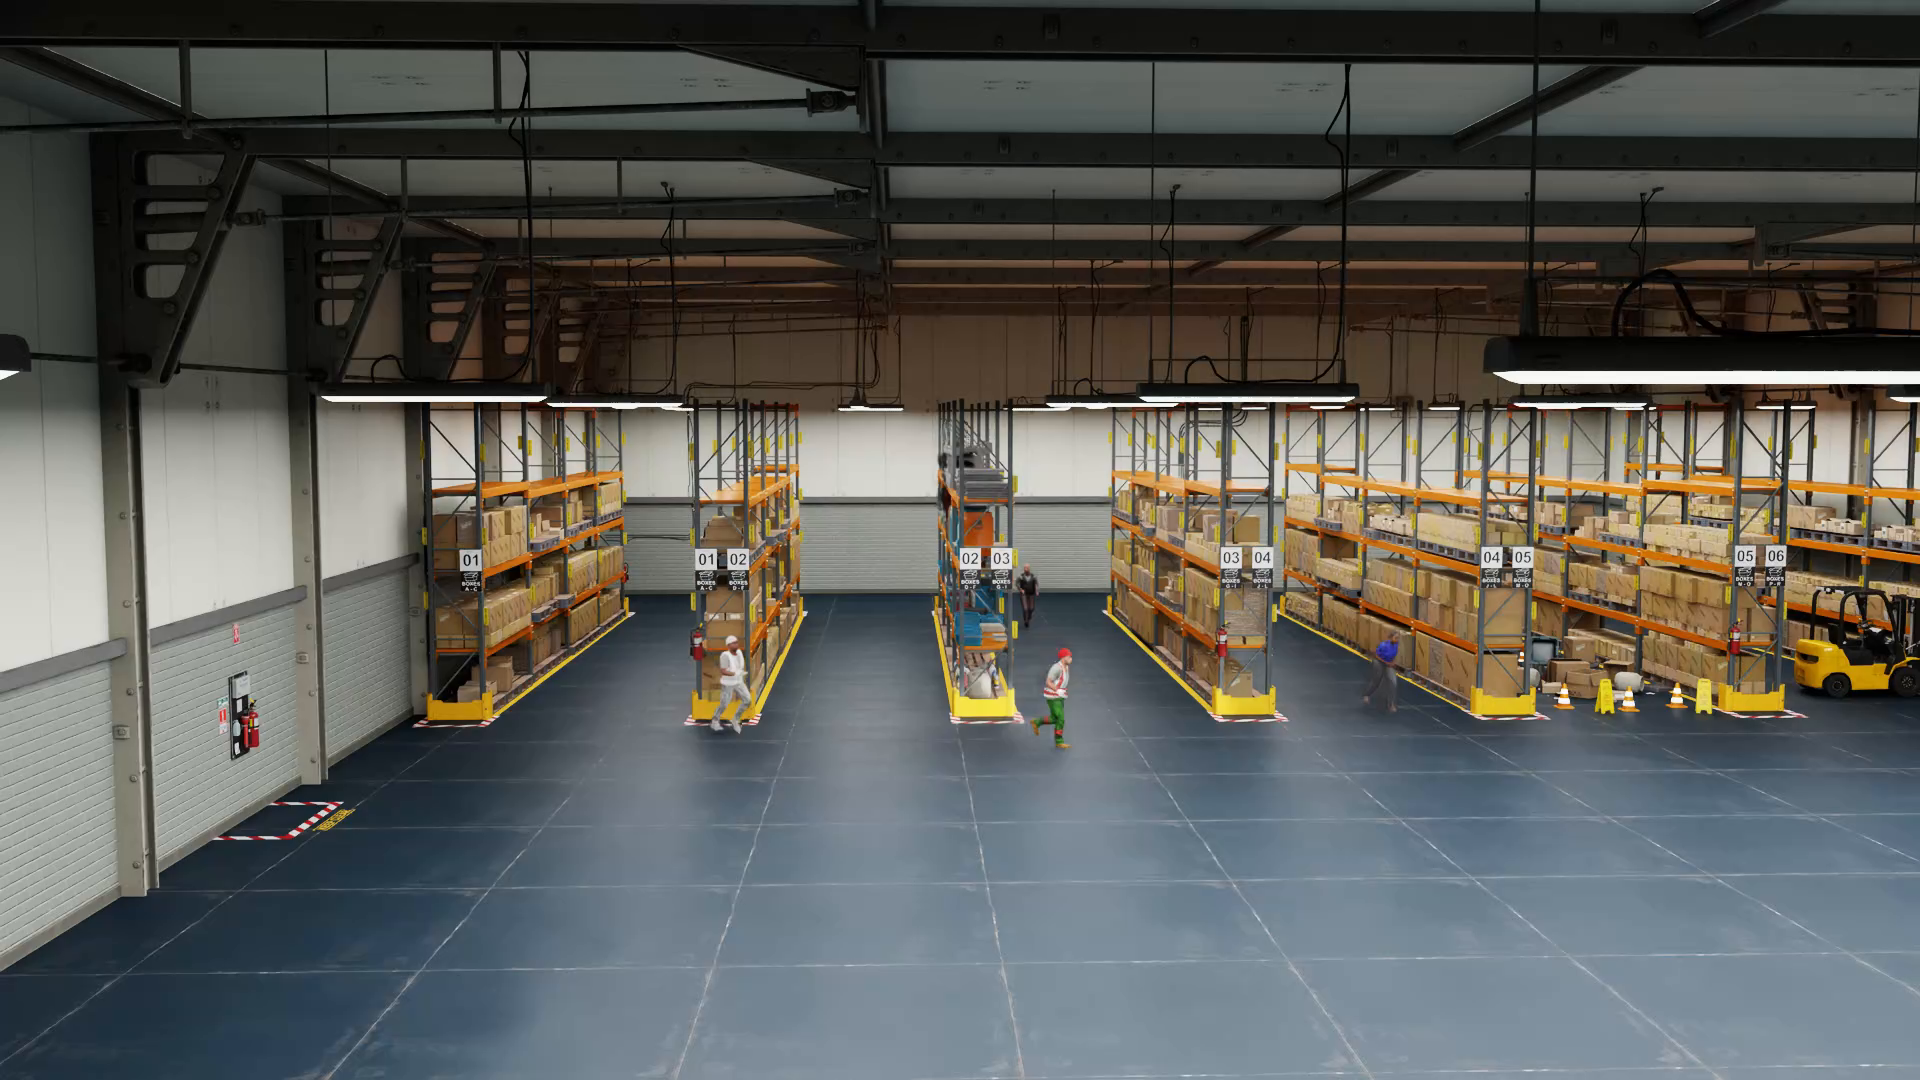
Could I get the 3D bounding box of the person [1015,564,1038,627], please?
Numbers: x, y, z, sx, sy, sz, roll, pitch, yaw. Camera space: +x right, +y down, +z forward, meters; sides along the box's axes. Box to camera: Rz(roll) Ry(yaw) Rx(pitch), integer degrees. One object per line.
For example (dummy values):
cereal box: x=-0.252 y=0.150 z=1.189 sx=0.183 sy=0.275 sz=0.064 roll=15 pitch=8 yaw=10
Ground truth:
person: x=1.809 y=1.490 z=44.843 sx=0.661 sy=1.682 sz=0.585 roll=-1 pitch=4 yaw=-8

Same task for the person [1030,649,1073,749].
person: x=1.567 y=2.705 z=28.507 sx=0.826 sy=1.732 sz=0.645 roll=3 pitch=5 yaw=31

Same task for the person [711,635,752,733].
person: x=-4.050 y=2.575 z=29.709 sx=0.871 sy=1.766 sz=0.700 roll=3 pitch=5 yaw=37

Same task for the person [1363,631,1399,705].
person: x=8.184 y=2.435 z=32.239 sx=0.617 sy=1.452 sz=0.923 roll=-2 pitch=5 yaw=-28
